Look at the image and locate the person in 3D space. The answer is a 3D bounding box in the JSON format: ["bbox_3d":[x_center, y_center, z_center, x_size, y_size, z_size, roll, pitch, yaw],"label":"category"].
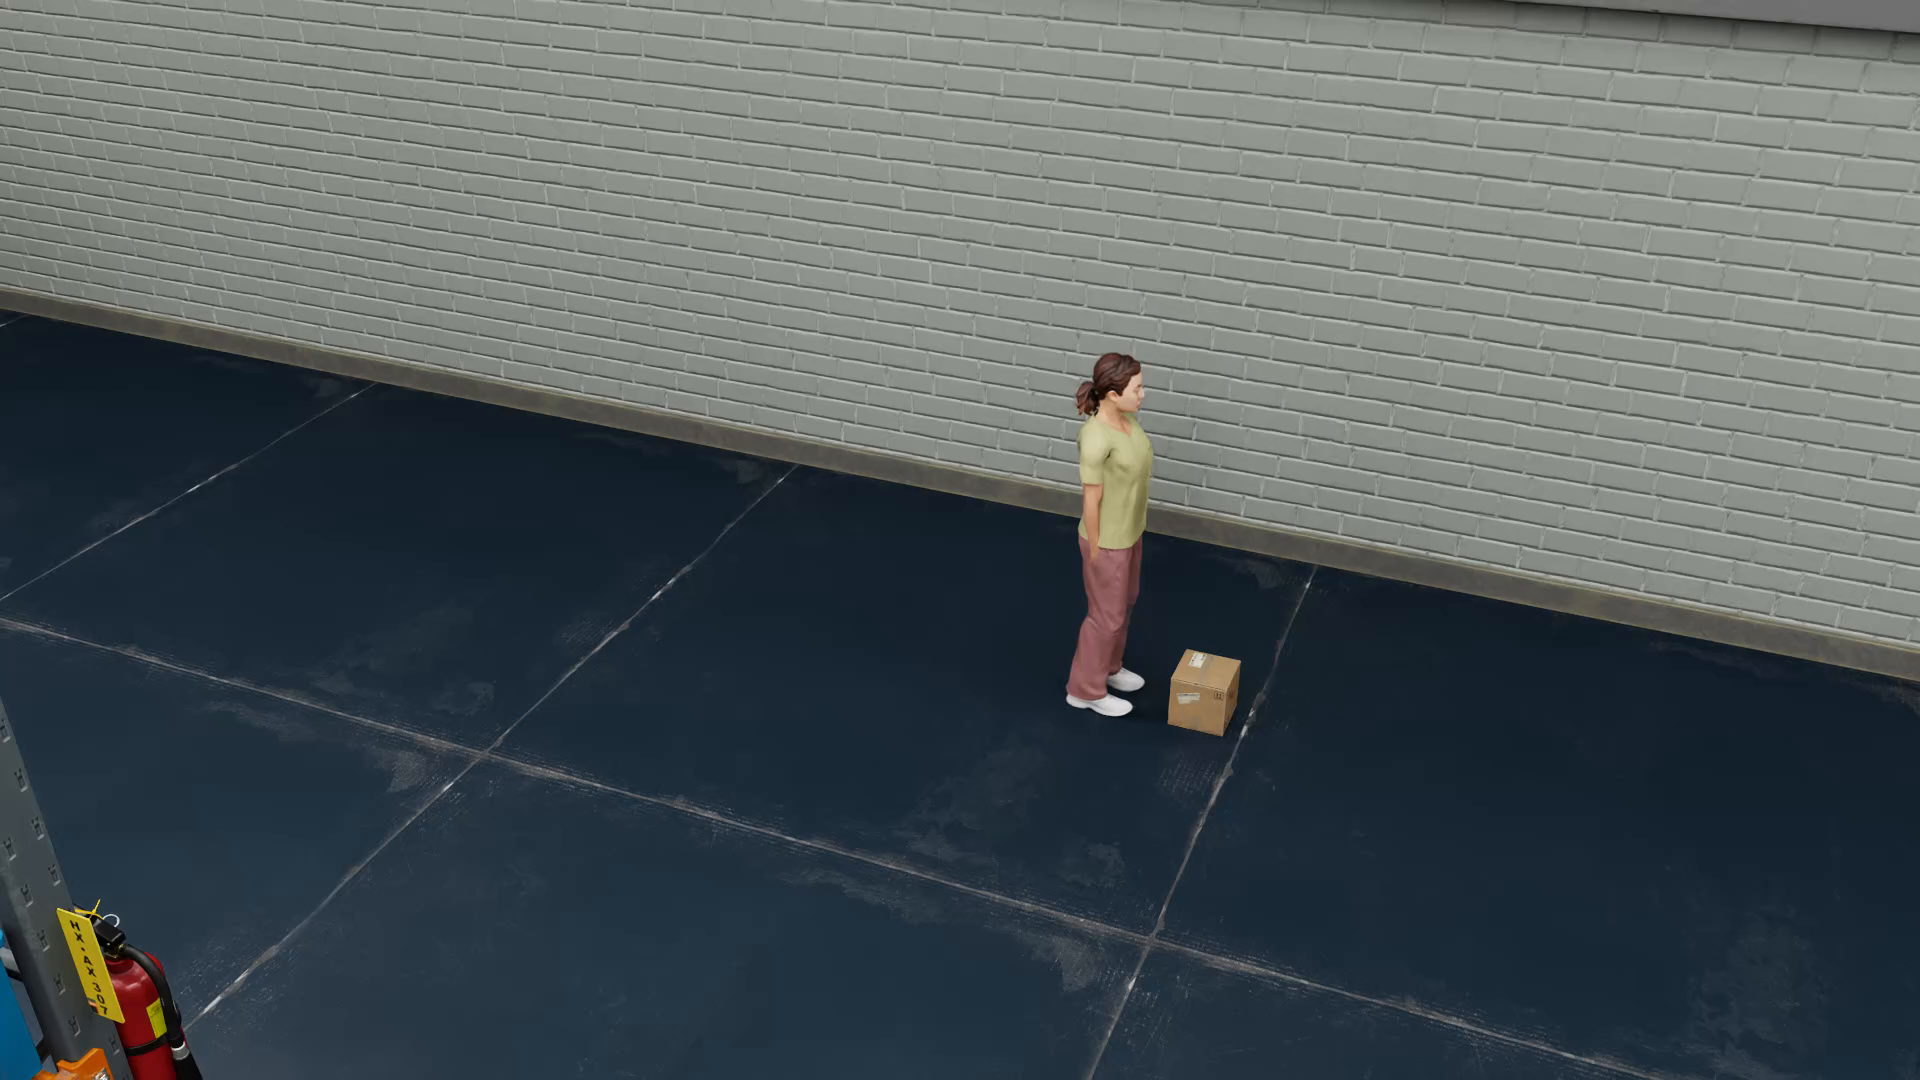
[{"bbox_3d":[0.650,-0.031,7.191,0.367,1.670,0.441,12,32,20],"label":"person"}]
